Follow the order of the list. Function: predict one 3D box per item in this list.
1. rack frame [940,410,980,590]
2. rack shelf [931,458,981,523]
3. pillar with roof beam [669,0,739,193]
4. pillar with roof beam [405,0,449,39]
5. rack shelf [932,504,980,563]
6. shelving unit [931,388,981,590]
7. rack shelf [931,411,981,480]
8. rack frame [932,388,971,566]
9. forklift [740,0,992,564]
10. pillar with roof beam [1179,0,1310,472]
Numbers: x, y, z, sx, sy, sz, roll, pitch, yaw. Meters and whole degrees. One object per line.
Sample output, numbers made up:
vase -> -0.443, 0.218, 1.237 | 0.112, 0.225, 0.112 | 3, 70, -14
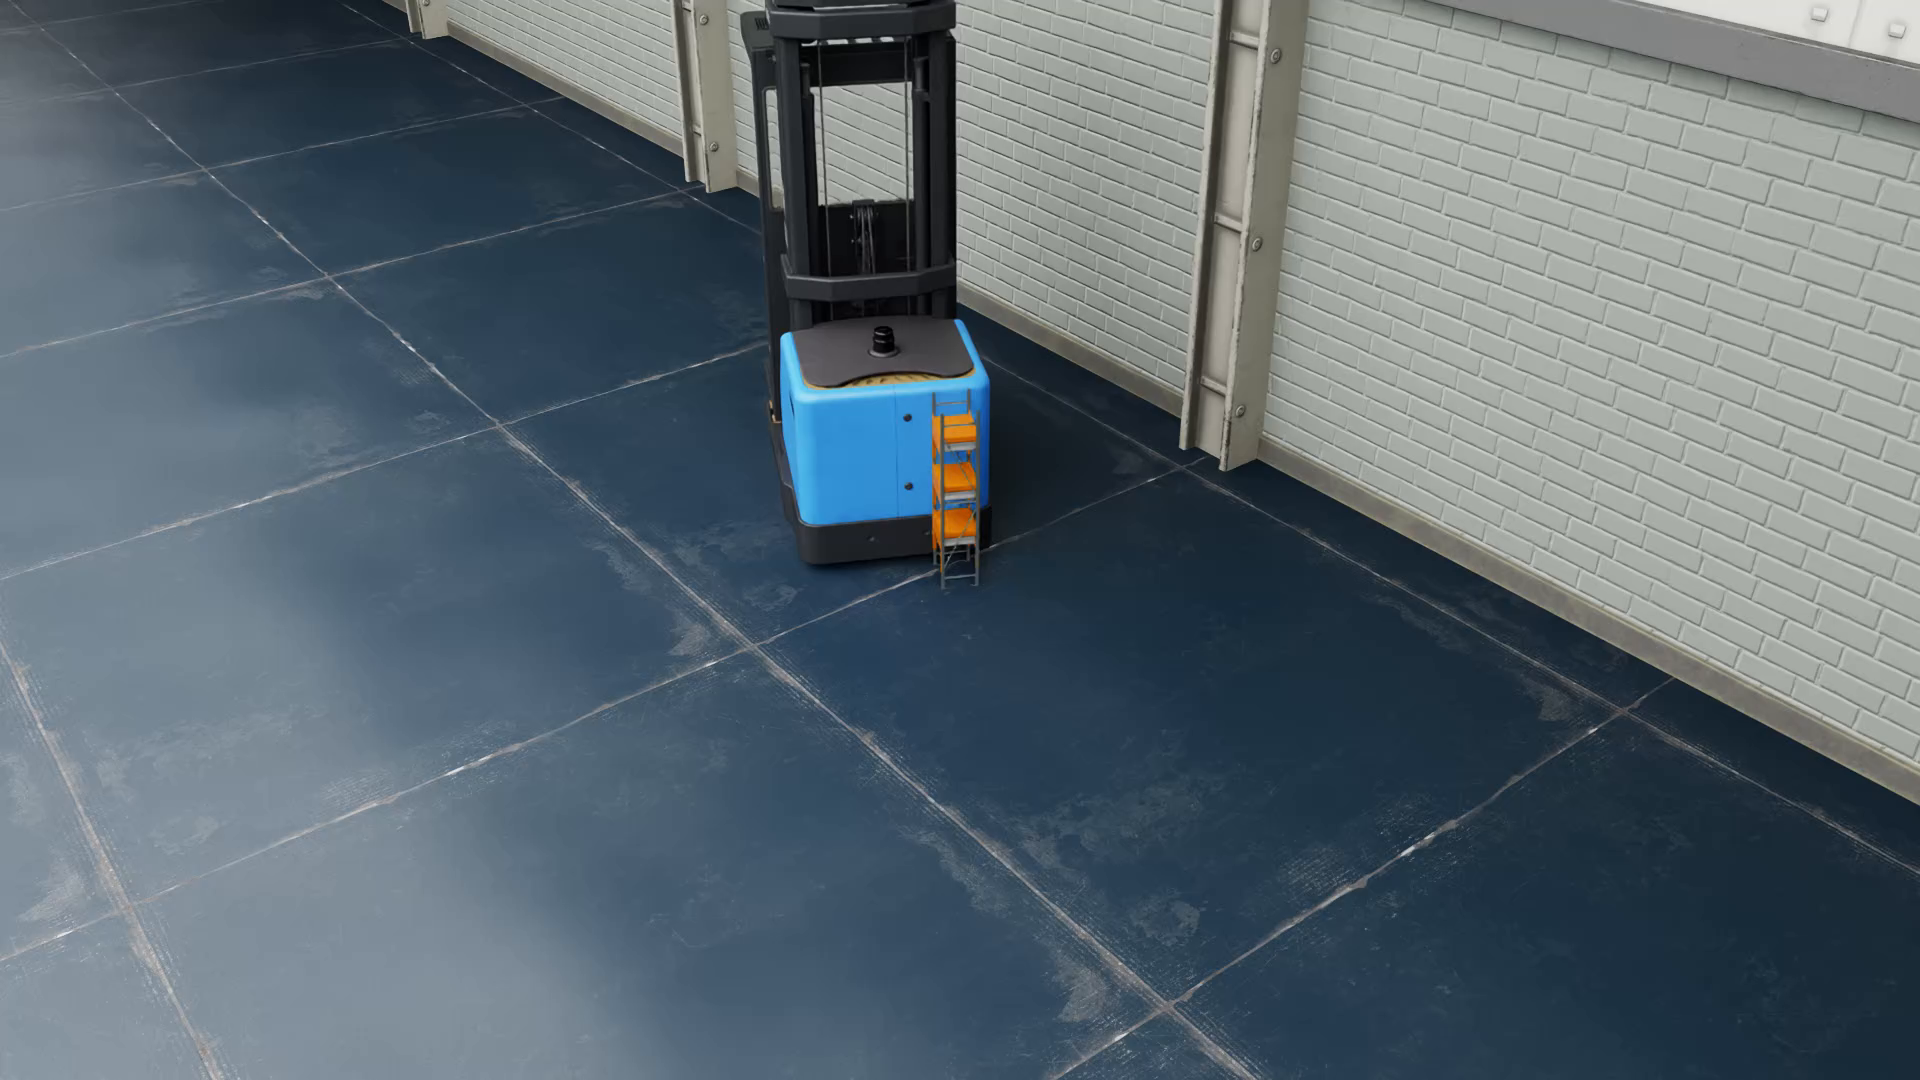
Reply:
rack frame -> 0.001, -0.192, 8.563 | 0.200, 1.050, 0.008 | -6, 32, -9
rack shelf -> -0.022, -0.246, 8.671 | 0.215, 0.259, 0.240 | -6, 32, -9
pillar with roof beam -> -5.502, -5.468, 9.525 | 9.100, 9.000, 0.400 | -22, 38, -31
pillar with roof beam -> -9.181, -7.969, 13.551 | 9.100, 9.000, 0.400 | -22, 38, -31
rack shelf -> -0.022, -0.010, 8.817 | 0.215, 0.259, 0.240 | -6, 32, -9
shelving unit -> -0.022, -0.255, 8.665 | 0.215, 1.050, 0.252 | -6, 32, -9
rack shelf -> -0.022, -0.487, 8.521 | 0.215, 0.259, 0.240 | -6, 32, -9
rack frame -> -0.045, -0.318, 8.767 | 0.200, 1.050, 0.008 | -6, 32, -9
forklift -> -0.609, -1.880, 9.499 | 1.130, 2.935, 3.031 | -6, 32, -9
pillar with roof beam -> -1.823, -2.968, 5.499 | 9.100, 9.000, 0.400 | -22, 38, -31
